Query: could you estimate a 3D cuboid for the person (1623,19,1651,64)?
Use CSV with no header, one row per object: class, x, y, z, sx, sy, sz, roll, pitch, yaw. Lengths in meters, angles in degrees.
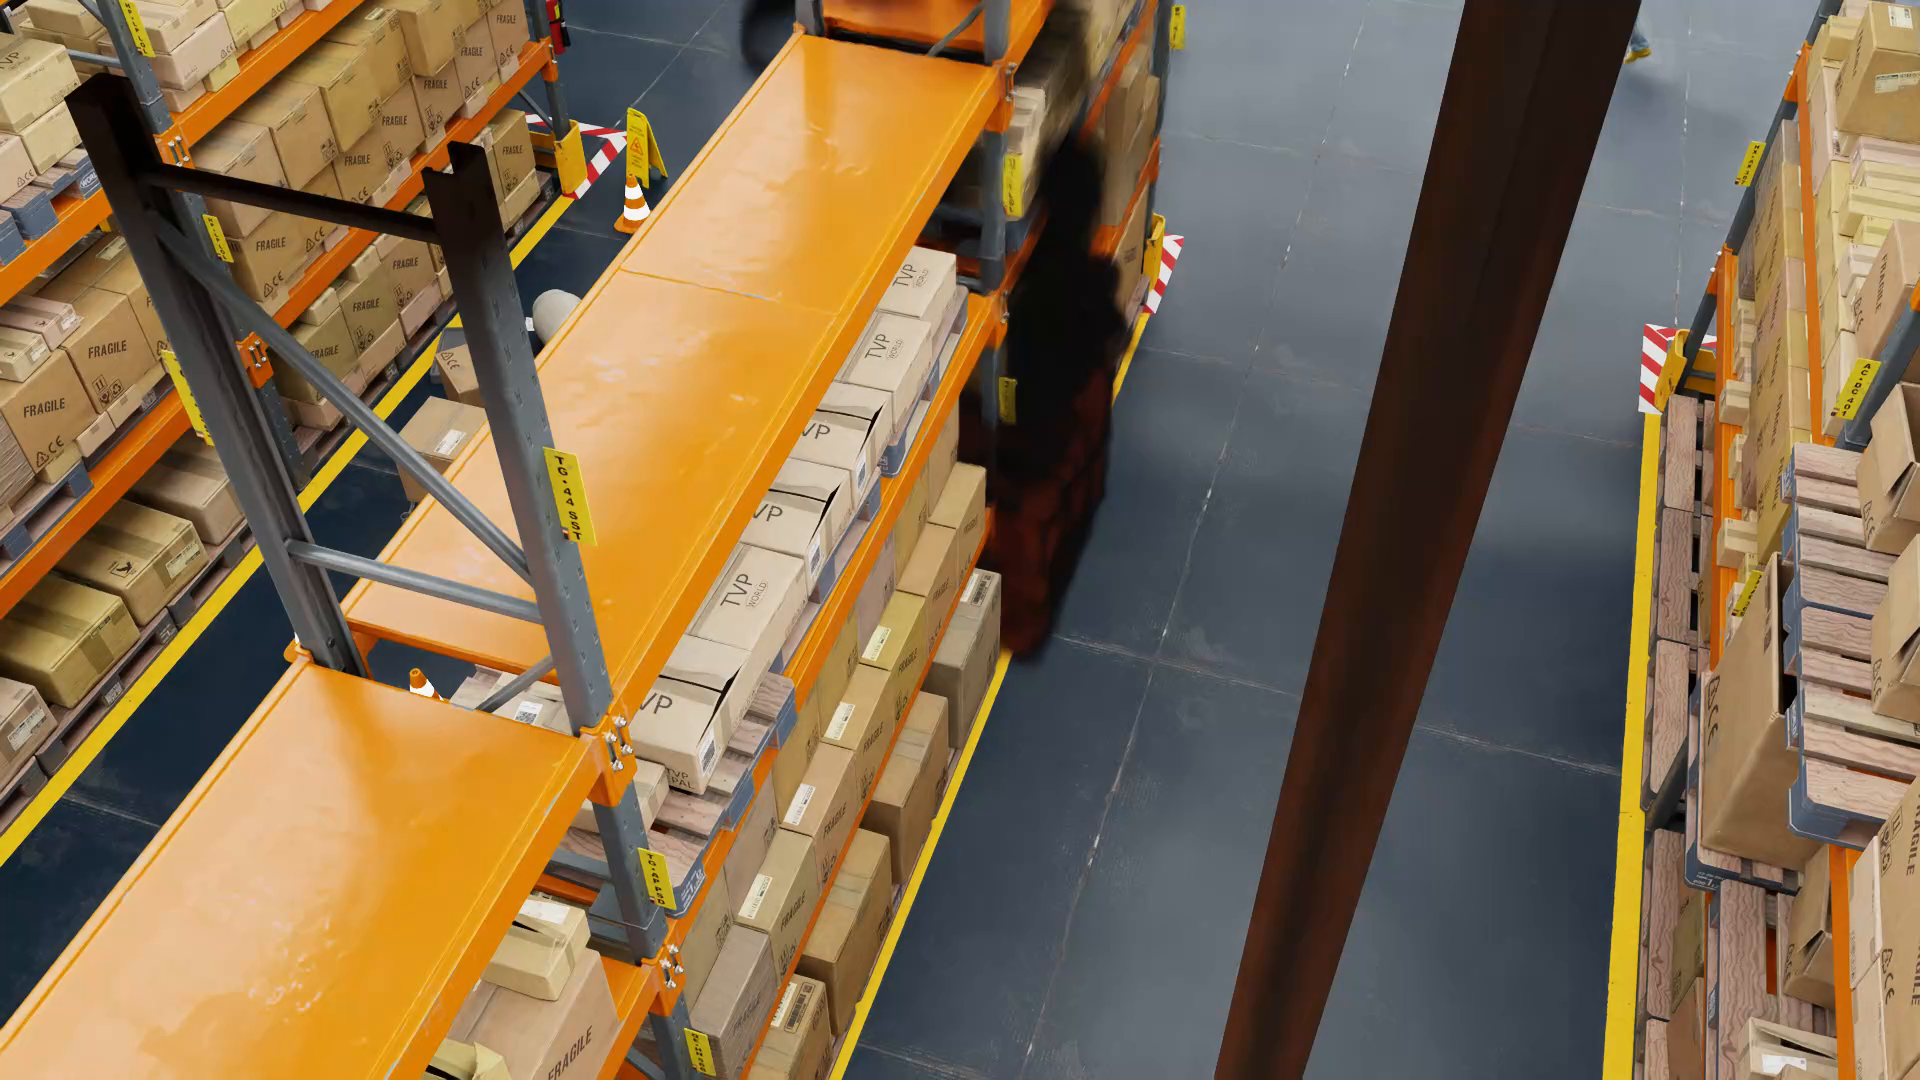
person,6.012,-5.156,14.915,0.855,1.755,0.716,35,55,29
